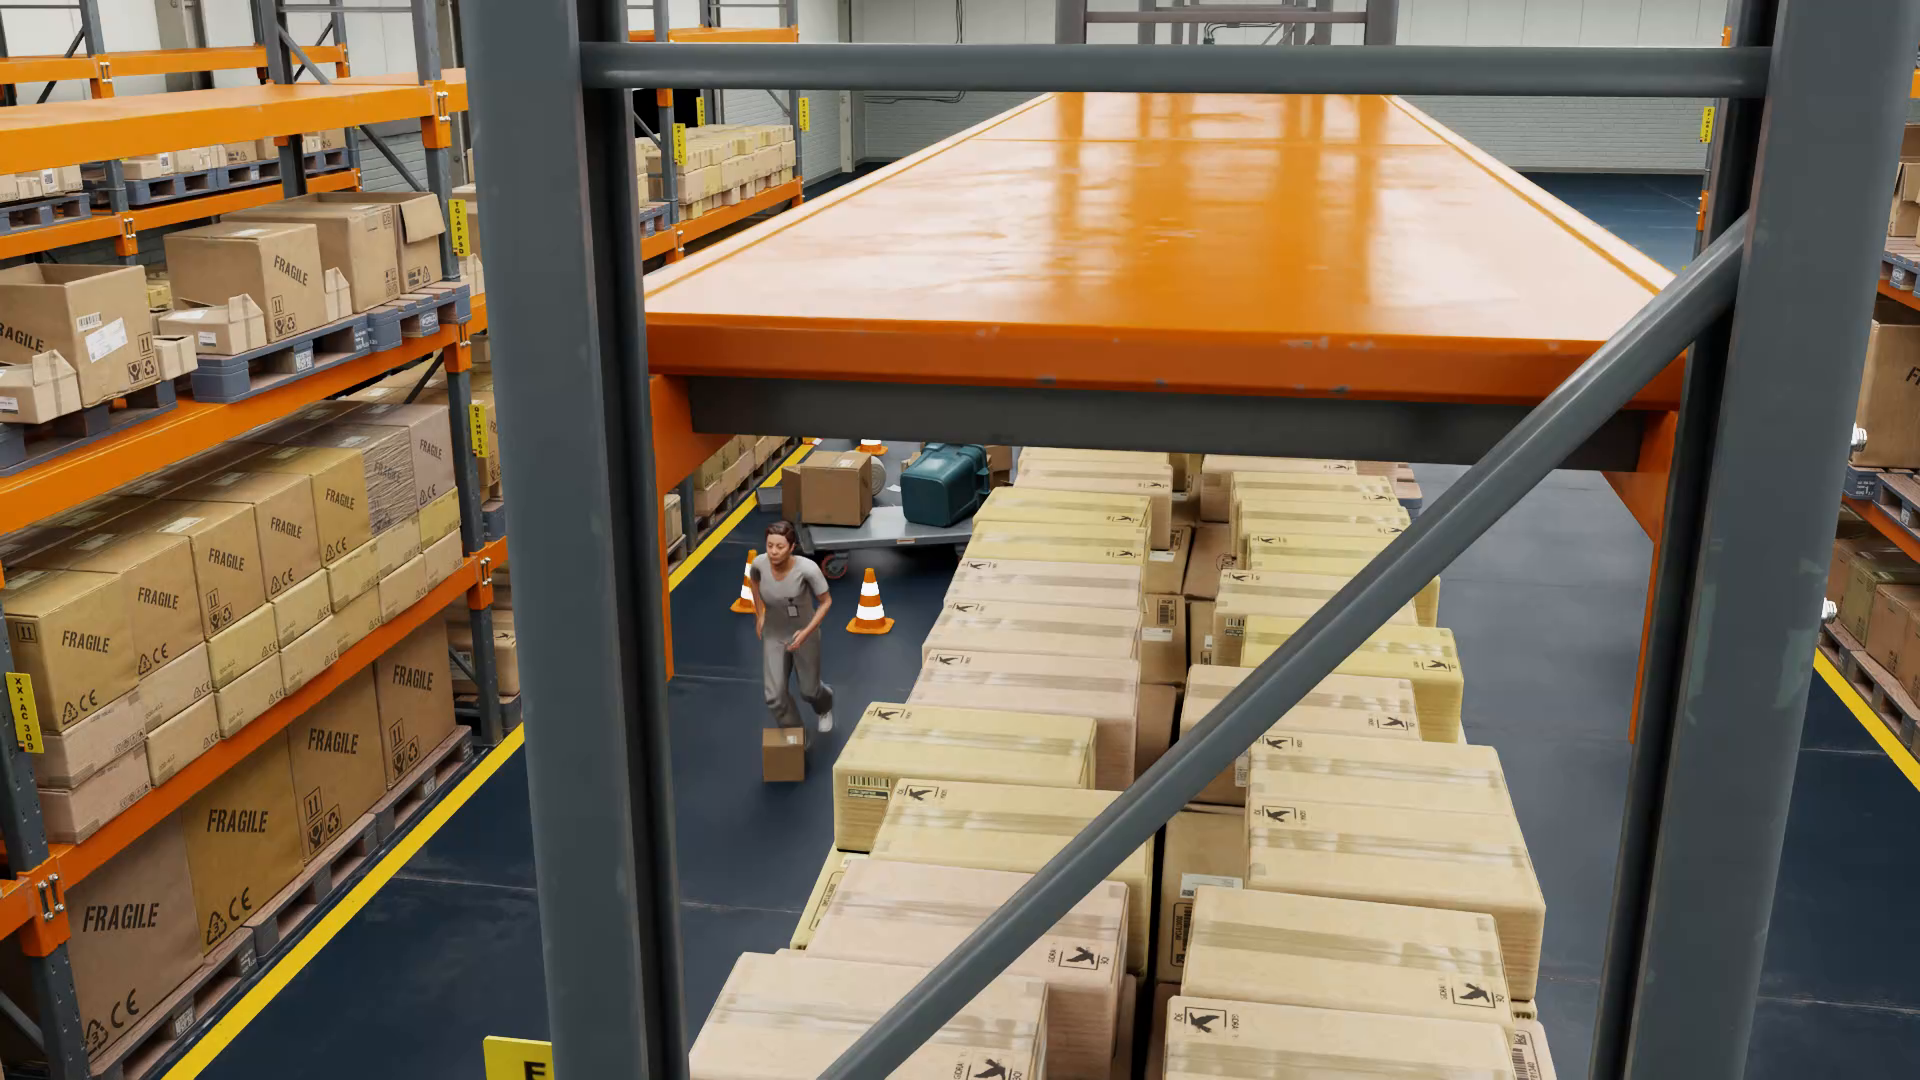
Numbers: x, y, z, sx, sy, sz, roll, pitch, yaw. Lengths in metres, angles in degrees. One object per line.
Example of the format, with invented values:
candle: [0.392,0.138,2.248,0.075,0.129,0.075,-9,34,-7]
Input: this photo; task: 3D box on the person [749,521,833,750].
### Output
person: [-1.029,0.579,10.397,0.554,1.604,0.786,3,18,9]
